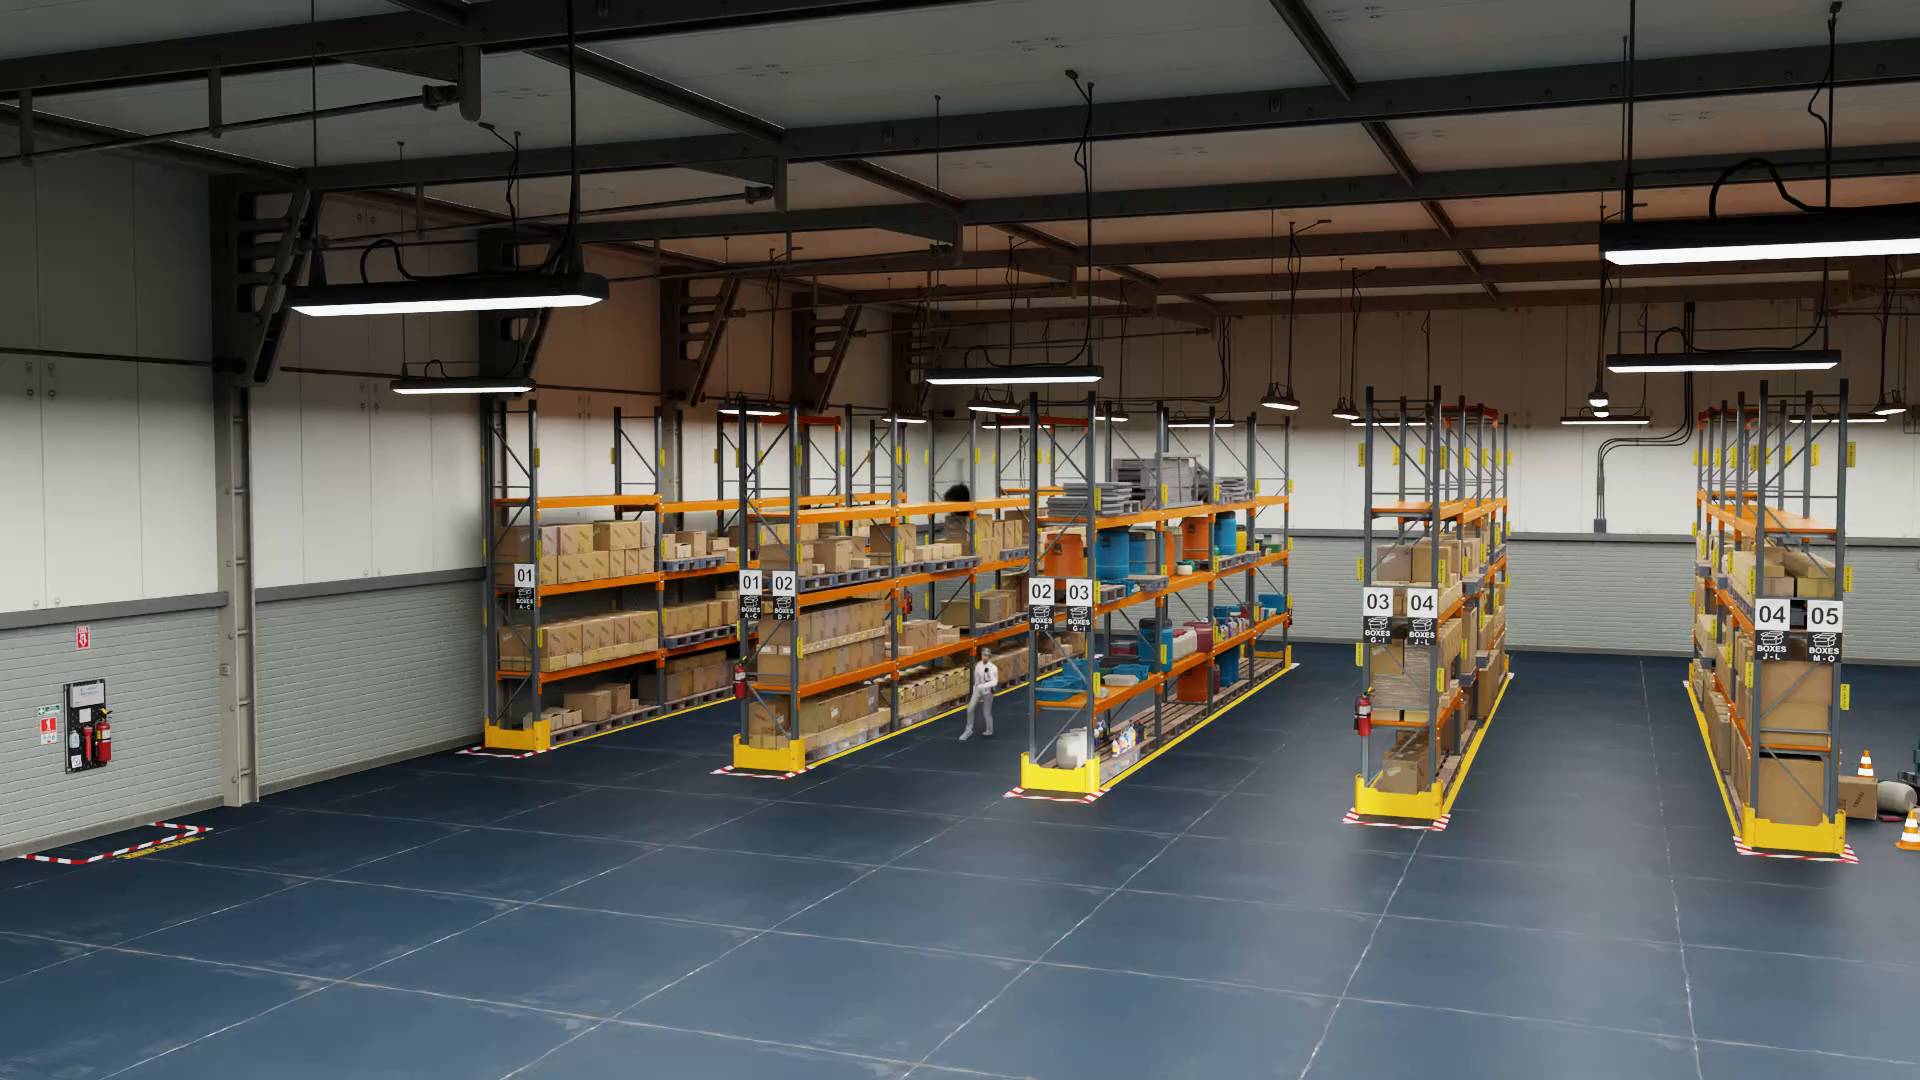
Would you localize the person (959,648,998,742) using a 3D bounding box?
[{"bbox_3d":[0.415,2.712,29.367,0.661,1.663,0.778,2,3,31],"label":"person"}]
